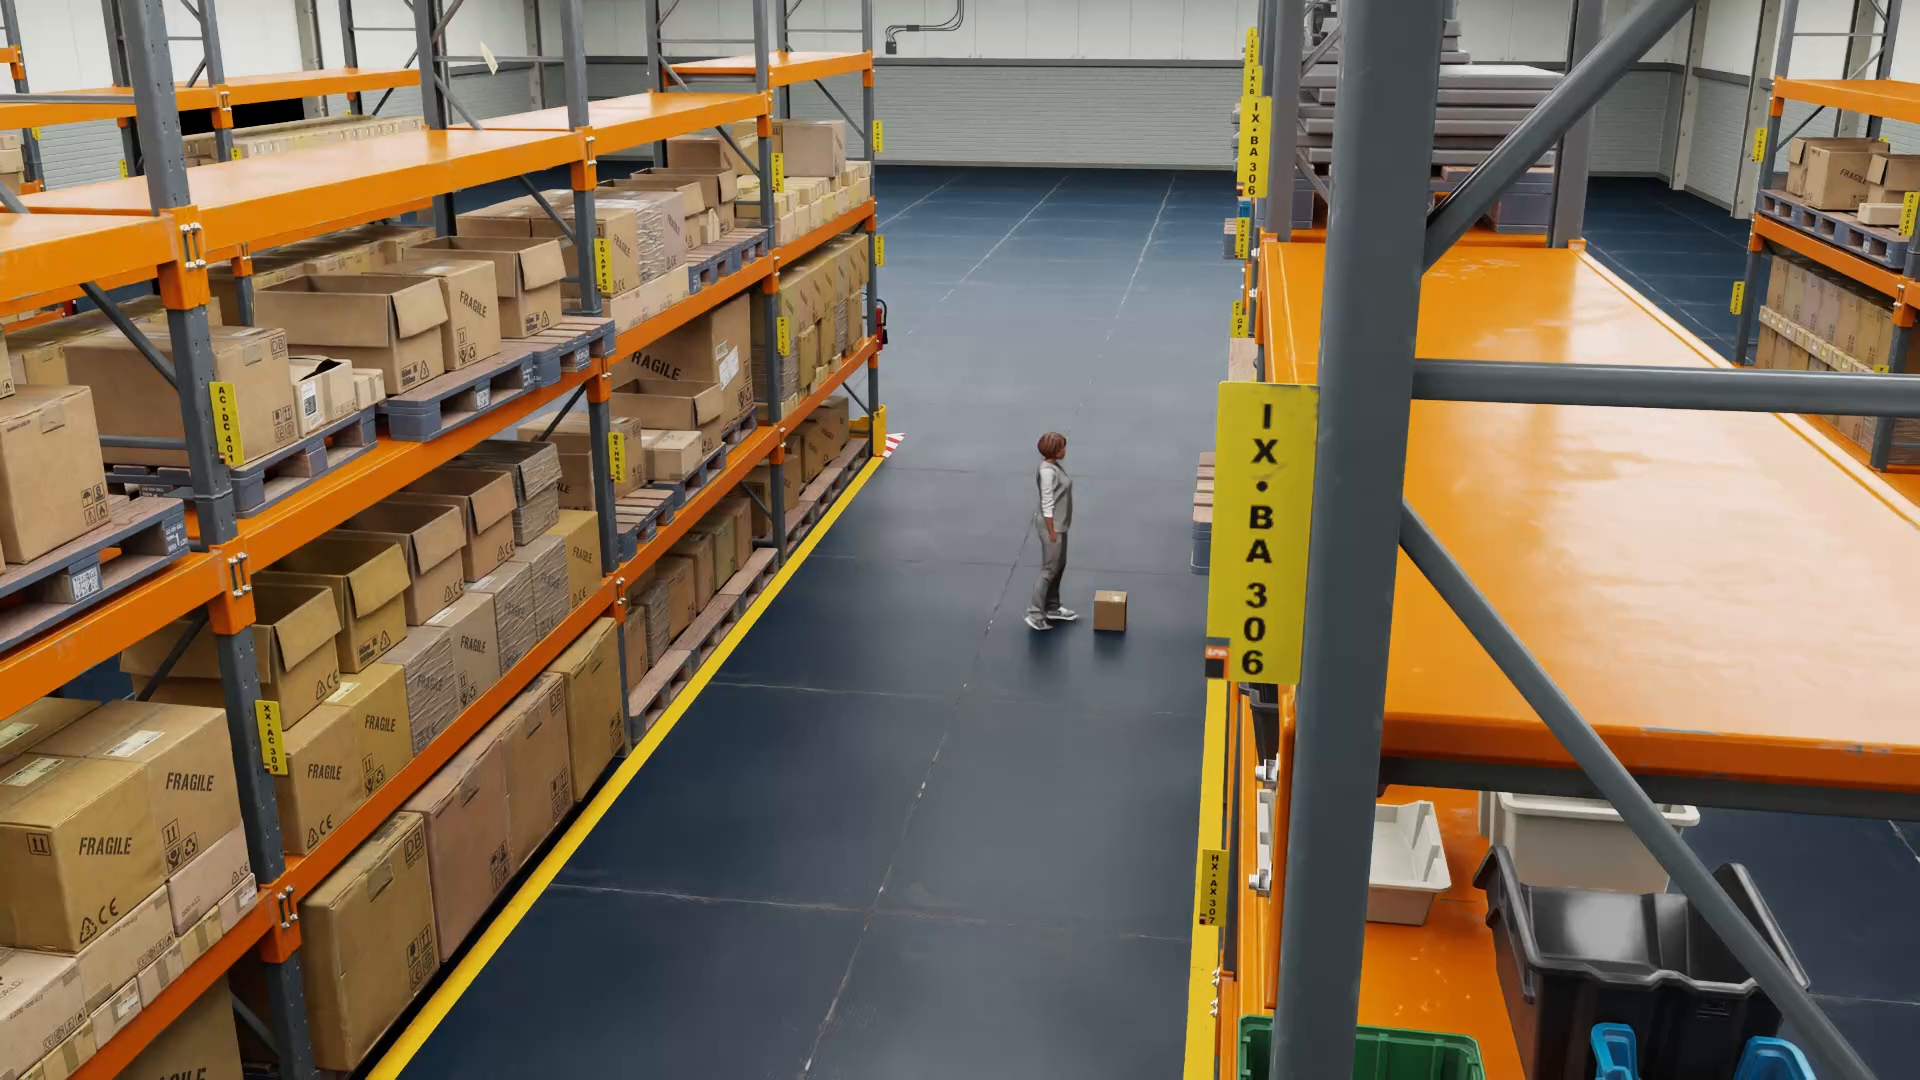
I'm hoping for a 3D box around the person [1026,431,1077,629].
[{"bbox_3d":[0.753,-0.061,13.364,0.387,1.642,0.430,3,18,10],"label":"person"}]
